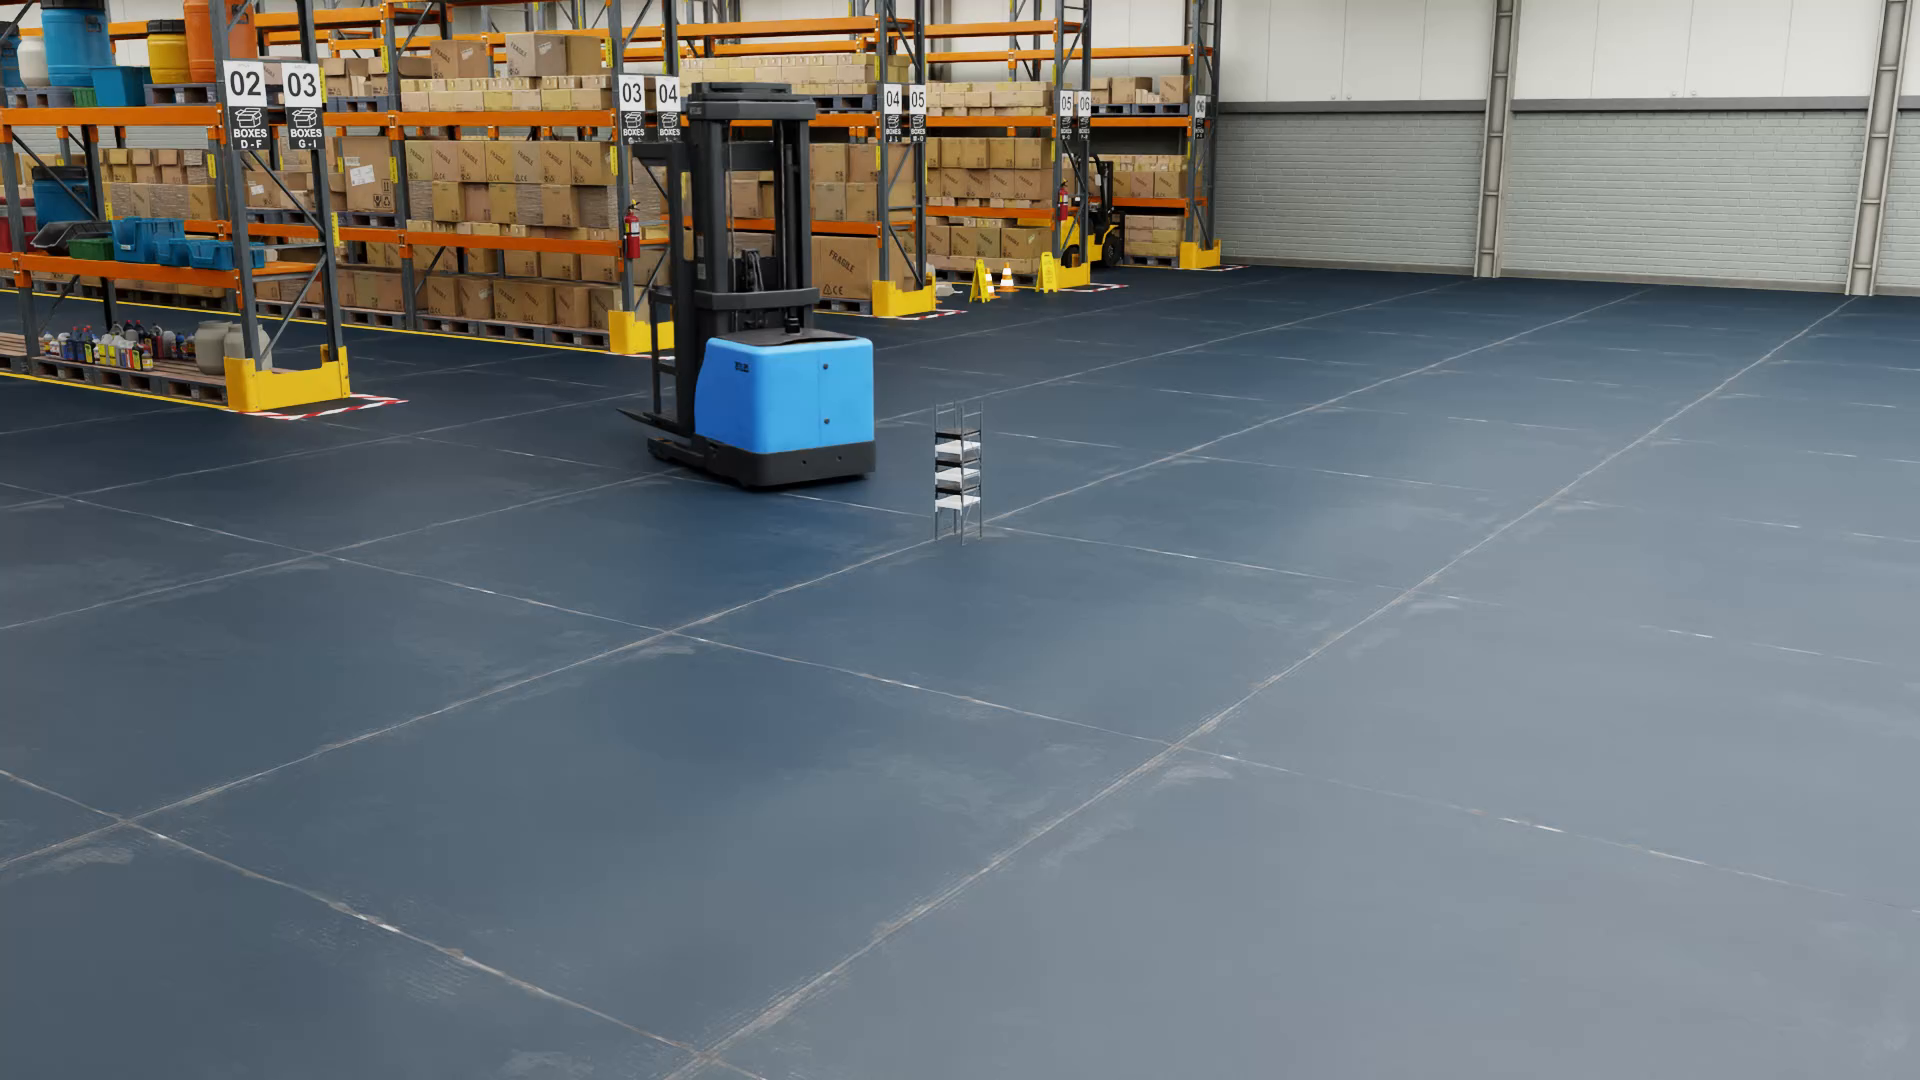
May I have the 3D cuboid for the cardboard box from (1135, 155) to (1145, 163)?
[{"bbox_3d":[3.587,-7.367,32.165,0.250,0.149,0.380,9,17,33],"label":"cardboard box"}]

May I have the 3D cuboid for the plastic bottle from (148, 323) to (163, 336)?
[{"bbox_3d":[-8.638,-2.161,17.909,0.185,0.351,0.144,9,17,32],"label":"plastic bottle"}]

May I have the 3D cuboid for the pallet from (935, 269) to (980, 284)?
[{"bbox_3d":[0.128,-4.695,29.350,1.213,0.211,1.003,9,17,33],"label":"pallet"}]

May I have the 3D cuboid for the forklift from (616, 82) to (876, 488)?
[{"bbox_3d":[-1.884,-2.107,13.234,1.130,2.935,3.031,-9,17,-33],"label":"forklift"}]

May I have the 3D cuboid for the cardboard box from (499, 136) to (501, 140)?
[{"bbox_3d":[-9.562,-8.378,34.788,0.250,0.149,0.380,9,16,32],"label":"cardboard box"}]

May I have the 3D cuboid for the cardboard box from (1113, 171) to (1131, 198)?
[{"bbox_3d":[3.215,-6.951,32.452,0.500,0.500,0.500,9,16,32],"label":"cardboard box"}]

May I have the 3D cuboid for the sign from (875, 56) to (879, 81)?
[{"bbox_3d":[-1.139,-6.499,22.915,0.005,0.325,0.100,9,17,33],"label":"sign"}]

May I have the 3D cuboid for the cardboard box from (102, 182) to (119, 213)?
[{"bbox_3d":[-12.974,-5.262,25.628,0.500,0.500,0.500,9,17,33],"label":"cardboard box"}]

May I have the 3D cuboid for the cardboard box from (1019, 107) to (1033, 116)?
[{"bbox_3d":[1.177,-7.112,27.589,0.250,0.149,0.380,9,17,33],"label":"cardboard box"}]

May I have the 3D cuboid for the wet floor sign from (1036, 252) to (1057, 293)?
[{"bbox_3d":[1.414,-4.377,27.161,0.267,0.644,0.232,-10,17,-35],"label":"wet floor sign"}]

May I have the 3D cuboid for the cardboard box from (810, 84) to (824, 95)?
[{"bbox_3d":[-1.922,-6.424,23.729,0.250,0.149,0.380,9,17,33],"label":"cardboard box"}]

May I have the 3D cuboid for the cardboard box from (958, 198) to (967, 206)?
[{"bbox_3d":[0.167,-5.853,28.748,0.250,0.149,0.380,9,17,33],"label":"cardboard box"}]

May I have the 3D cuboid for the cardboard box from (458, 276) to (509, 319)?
[{"bbox_3d":[-6.207,-3.173,21.725,0.500,0.500,0.500,-11,17,-36],"label":"cardboard box"}]

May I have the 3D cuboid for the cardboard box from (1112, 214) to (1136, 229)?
[{"bbox_3d":[3.214,-6.236,32.539,0.500,0.250,0.500,9,17,34],"label":"cardboard box"}]

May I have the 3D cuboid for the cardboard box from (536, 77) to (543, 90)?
[{"bbox_3d":[-4.878,-5.494,20.017,0.250,0.149,0.380,9,17,33],"label":"cardboard box"}]

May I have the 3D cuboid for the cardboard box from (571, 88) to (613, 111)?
[{"bbox_3d":[-4.219,-5.180,19.575,0.500,0.250,0.500,10,17,34],"label":"cardboard box"}]

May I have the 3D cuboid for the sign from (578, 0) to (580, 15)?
[{"bbox_3d":[-7.811,-10.882,33.945,0.005,0.325,0.100,9,17,33],"label":"sign"}]

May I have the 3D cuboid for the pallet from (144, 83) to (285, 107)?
[{"bbox_3d":[-7.073,-4.290,16.061,1.213,0.211,1.003,9,17,33],"label":"pallet"}]

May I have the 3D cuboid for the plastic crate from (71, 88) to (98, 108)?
[{"bbox_3d":[-8.603,-4.419,16.630,0.450,0.188,0.336,9,17,33],"label":"plastic crate"}]

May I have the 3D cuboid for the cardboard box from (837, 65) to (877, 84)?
[{"bbox_3d":[-1.387,-6.548,23.401,0.500,0.250,0.500,9,17,34],"label":"cardboard box"}]

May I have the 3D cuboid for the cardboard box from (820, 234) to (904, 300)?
[{"bbox_3d":[-1.425,-4.008,24.320,0.875,0.875,0.875,9,17,33],"label":"cardboard box"}]

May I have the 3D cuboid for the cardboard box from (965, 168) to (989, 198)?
[{"bbox_3d":[0.424,-6.105,28.416,0.500,0.500,0.500,9,17,33],"label":"cardboard box"}]

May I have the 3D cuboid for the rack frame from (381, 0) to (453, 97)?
[{"bbox_3d":[-6.996,-7.231,21.307,0.127,3.000,1.000,9,17,33],"label":"rack frame"}]

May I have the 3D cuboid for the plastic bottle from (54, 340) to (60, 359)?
[{"bbox_3d":[-9.572,-2.029,17.686,0.097,0.201,0.097,0,14,0],"label":"plastic bottle"}]

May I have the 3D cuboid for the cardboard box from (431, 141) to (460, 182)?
[{"bbox_3d":[-6.349,-4.820,21.142,0.500,0.500,0.500,9,17,33],"label":"cardboard box"}]

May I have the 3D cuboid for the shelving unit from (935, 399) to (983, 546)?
[{"bbox_3d":[-0.007,-0.438,10.719,0.210,0.900,0.258,9,17,33],"label":"shelving unit"}]

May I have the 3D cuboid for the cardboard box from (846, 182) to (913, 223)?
[{"bbox_3d":[-1.158,-4.872,23.948,0.550,0.550,0.875,9,17,33],"label":"cardboard box"}]

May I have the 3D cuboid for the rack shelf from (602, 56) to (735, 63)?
[{"bbox_3d":[-6.996,-11.188,38.794,4.000,0.370,1.077,9,17,33],"label":"rack shelf"}]

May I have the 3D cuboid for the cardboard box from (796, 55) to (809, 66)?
[{"bbox_3d":[-2.135,-6.845,23.773,0.250,0.149,0.380,9,17,33],"label":"cardboard box"}]

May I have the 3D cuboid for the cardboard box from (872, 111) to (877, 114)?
[{"bbox_3d":[-1.342,-7.537,29.310,0.250,0.149,0.380,9,16,32],"label":"cardboard box"}]

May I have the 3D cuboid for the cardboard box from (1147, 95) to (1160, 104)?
[{"bbox_3d":[3.764,-8.386,31.655,0.250,0.149,0.380,9,16,31],"label":"cardboard box"}]

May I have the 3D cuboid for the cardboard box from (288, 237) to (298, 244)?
[{"bbox_3d":[-12.346,-5.632,31.154,0.250,0.149,0.380,9,16,31],"label":"cardboard box"}]

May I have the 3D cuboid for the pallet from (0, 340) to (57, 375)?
[{"bbox_3d":[-10.434,-2.075,18.768,1.213,0.211,1.003,9,17,33],"label":"pallet"}]

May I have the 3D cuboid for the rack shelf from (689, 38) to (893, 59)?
[{"bbox_3d":[-3.125,-8.932,30.507,4.000,0.370,1.077,9,17,33],"label":"rack shelf"}]

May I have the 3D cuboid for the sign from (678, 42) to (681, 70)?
[{"bbox_3d":[-3.374,-5.771,19.833,0.005,0.325,0.100,9,17,33],"label":"sign"}]

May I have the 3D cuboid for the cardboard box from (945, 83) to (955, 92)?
[{"bbox_3d":[-0.050,-7.717,28.375,0.250,0.149,0.380,10,17,34],"label":"cardboard box"}]

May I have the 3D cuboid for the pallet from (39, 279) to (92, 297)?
[{"bbox_3d":[-14.222,-4.156,27.172,1.213,0.211,1.003,9,17,33],"label":"pallet"}]

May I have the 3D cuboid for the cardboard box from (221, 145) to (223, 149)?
[{"bbox_3d":[-13.877,-7.469,31.845,0.500,0.500,0.500,9,17,32],"label":"cardboard box"}]

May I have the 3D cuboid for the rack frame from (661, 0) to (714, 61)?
[{"bbox_3d":[-4.144,-8.207,25.248,0.127,3.000,1.000,9,17,33],"label":"rack frame"}]

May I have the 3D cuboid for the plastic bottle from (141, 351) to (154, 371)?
[{"bbox_3d":[-8.210,-1.809,16.797,0.097,0.201,0.097,0,14,0],"label":"plastic bottle"}]

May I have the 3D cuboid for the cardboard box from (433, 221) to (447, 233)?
[{"bbox_3d":[-6.562,-4.044,21.441,0.250,0.149,0.380,9,17,33],"label":"cardboard box"}]

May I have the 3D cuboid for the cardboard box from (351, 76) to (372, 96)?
[{"bbox_3d":[-7.832,-6.020,22.062,0.258,0.266,0.396,10,17,35],"label":"cardboard box"}]

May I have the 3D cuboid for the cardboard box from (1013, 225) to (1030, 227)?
[{"bbox_3d":[0.882,-5.227,28.985,0.500,0.500,0.500,8,16,31],"label":"cardboard box"}]

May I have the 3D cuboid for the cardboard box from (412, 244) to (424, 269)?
[{"bbox_3d":[-9.435,-5.068,29.380,0.500,0.500,0.500,10,17,34],"label":"cardboard box"}]

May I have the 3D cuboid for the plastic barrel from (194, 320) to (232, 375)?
[{"bbox_3d":[-7.446,-1.931,16.687,0.421,0.512,0.421,0,14,0],"label":"plastic barrel"}]

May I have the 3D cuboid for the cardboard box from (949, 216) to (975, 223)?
[{"bbox_3d":[0.223,-6.510,34.945,0.625,0.625,0.875,9,17,32],"label":"cardboard box"}]

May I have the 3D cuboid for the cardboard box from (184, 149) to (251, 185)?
[{"bbox_3d":[-10.913,-5.492,24.472,0.637,0.503,0.797,10,17,35],"label":"cardboard box"}]

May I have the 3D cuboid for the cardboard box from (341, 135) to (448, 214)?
[{"bbox_3d":[-7.577,-4.949,22.449,1.000,1.000,1.000,9,17,33],"label":"cardboard box"}]

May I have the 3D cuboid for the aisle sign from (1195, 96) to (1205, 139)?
[{"bbox_3d":[4.512,-7.943,31.259,0.004,0.787,0.394,9,17,33],"label":"aisle sign"}]

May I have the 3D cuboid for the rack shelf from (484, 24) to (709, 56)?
[{"bbox_3d":[-5.804,-7.931,26.466,4.000,0.370,1.077,9,17,33],"label":"rack shelf"}]

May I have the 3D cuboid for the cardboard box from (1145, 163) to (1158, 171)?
[{"bbox_3d":[3.767,-7.178,32.020,0.250,0.149,0.380,10,17,34],"label":"cardboard box"}]

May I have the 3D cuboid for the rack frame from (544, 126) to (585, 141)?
[{"bbox_3d":[-8.103,-7.368,34.344,0.127,3.000,1.000,9,17,33],"label":"rack frame"}]

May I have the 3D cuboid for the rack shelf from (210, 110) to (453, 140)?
[{"bbox_3d":[-8.656,-5.694,22.838,4.000,0.370,1.077,9,17,33],"label":"rack shelf"}]

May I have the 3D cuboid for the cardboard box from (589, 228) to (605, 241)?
[{"bbox_3d":[-4.236,-3.691,20.015,0.250,0.149,0.380,9,17,33],"label":"cardboard box"}]

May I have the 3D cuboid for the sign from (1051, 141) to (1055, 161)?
[{"bbox_3d":[1.527,-6.366,27.230,0.005,0.325,0.100,9,17,33],"label":"sign"}]

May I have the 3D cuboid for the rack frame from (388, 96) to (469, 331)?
[{"bbox_3d":[-6.996,-4.319,22.028,0.127,3.000,1.000,9,17,33],"label":"rack frame"}]

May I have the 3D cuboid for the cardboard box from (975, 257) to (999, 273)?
[{"bbox_3d":[0.608,-4.753,28.631,0.500,0.250,0.500,9,17,33],"label":"cardboard box"}]

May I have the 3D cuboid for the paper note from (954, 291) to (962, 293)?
[{"bbox_3d":[-0.041,-4.047,27.109,0.142,0.019,0.148,3,14,14],"label":"paper note"}]
